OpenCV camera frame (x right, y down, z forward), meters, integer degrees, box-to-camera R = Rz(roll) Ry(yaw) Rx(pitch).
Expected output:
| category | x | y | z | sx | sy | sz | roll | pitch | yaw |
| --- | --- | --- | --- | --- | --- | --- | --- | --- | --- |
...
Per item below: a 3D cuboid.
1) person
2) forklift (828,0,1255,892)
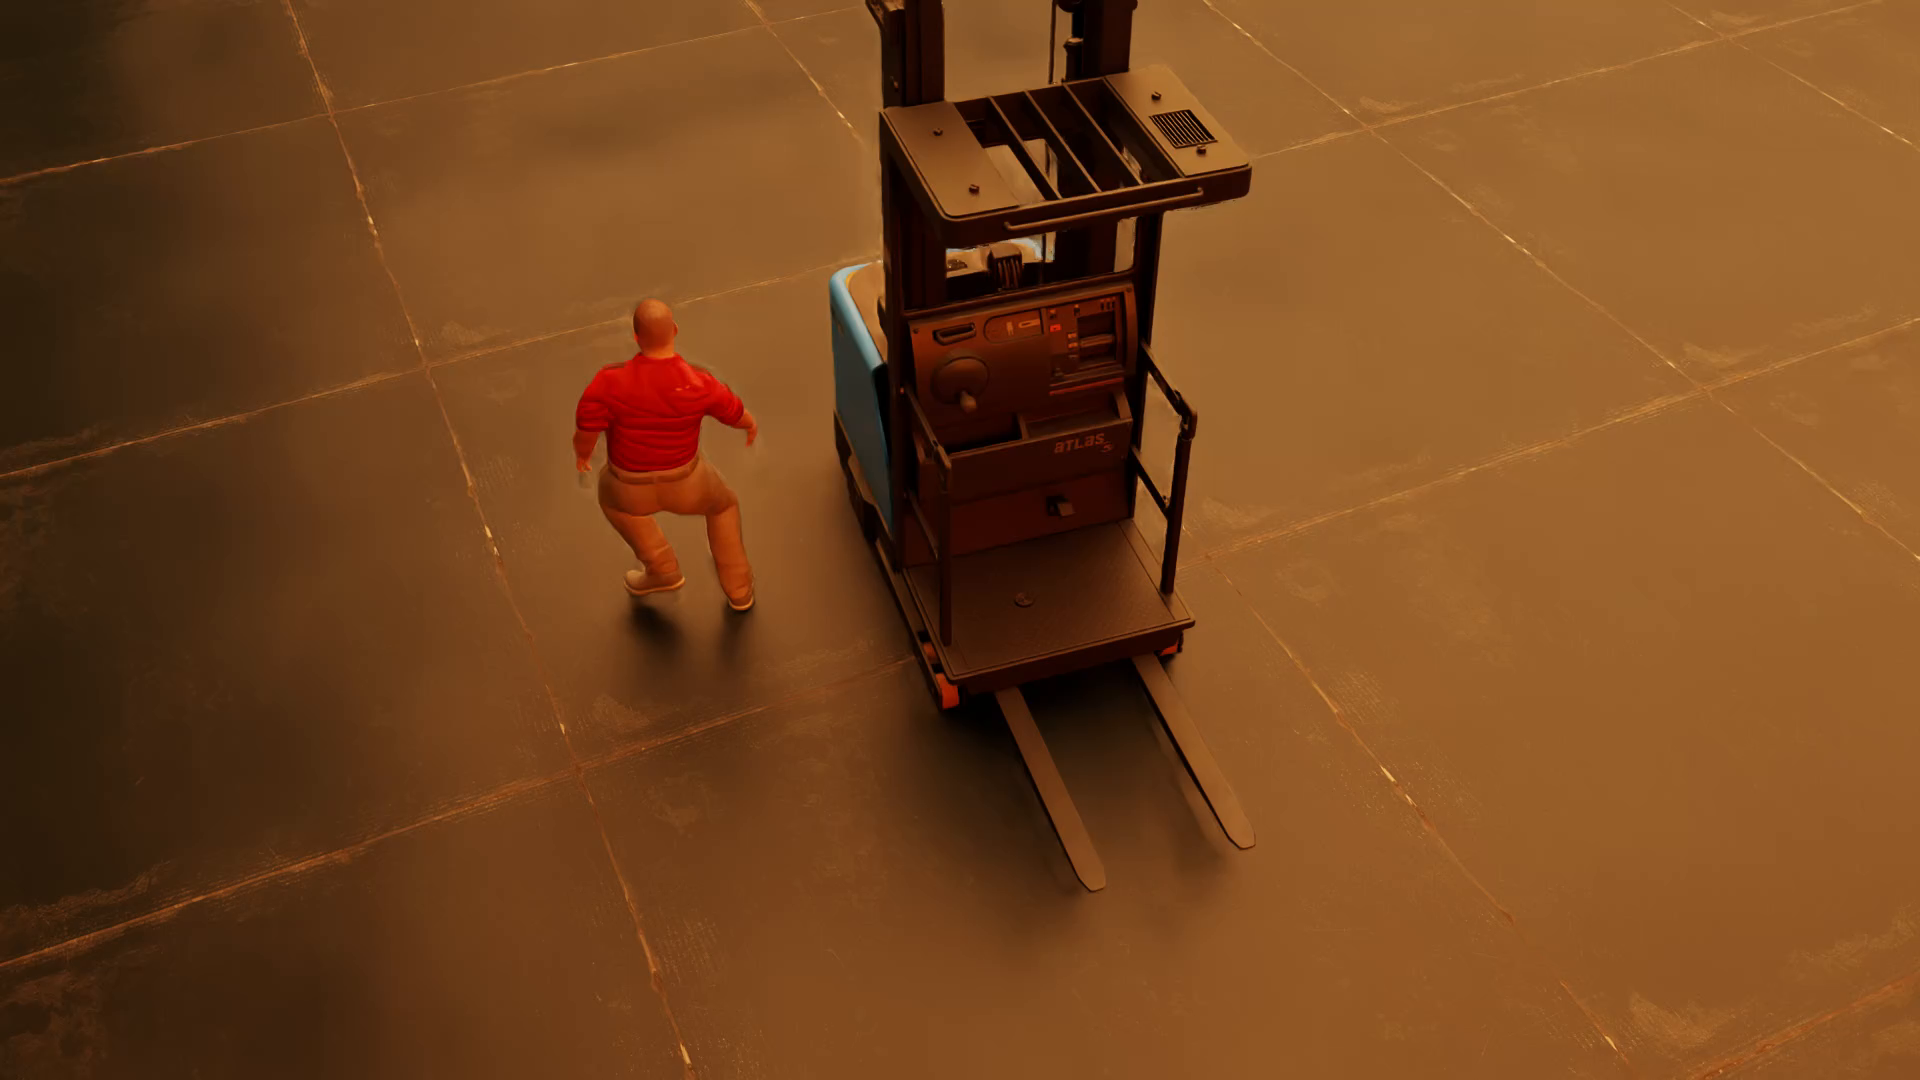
| category | x | y | z | sx | sy | sz | roll | pitch | yaw |
| --- | --- | --- | --- | --- | --- | --- | --- | --- | --- |
| person | -1.228 | -0.360 | 7.020 | 0.776 | 1.623 | 0.506 | -7 | 43 | -7 |
| forklift | 0.326 | -0.667 | 6.395 | 1.130 | 2.935 | 3.031 | -13 | 44 | -13 |
